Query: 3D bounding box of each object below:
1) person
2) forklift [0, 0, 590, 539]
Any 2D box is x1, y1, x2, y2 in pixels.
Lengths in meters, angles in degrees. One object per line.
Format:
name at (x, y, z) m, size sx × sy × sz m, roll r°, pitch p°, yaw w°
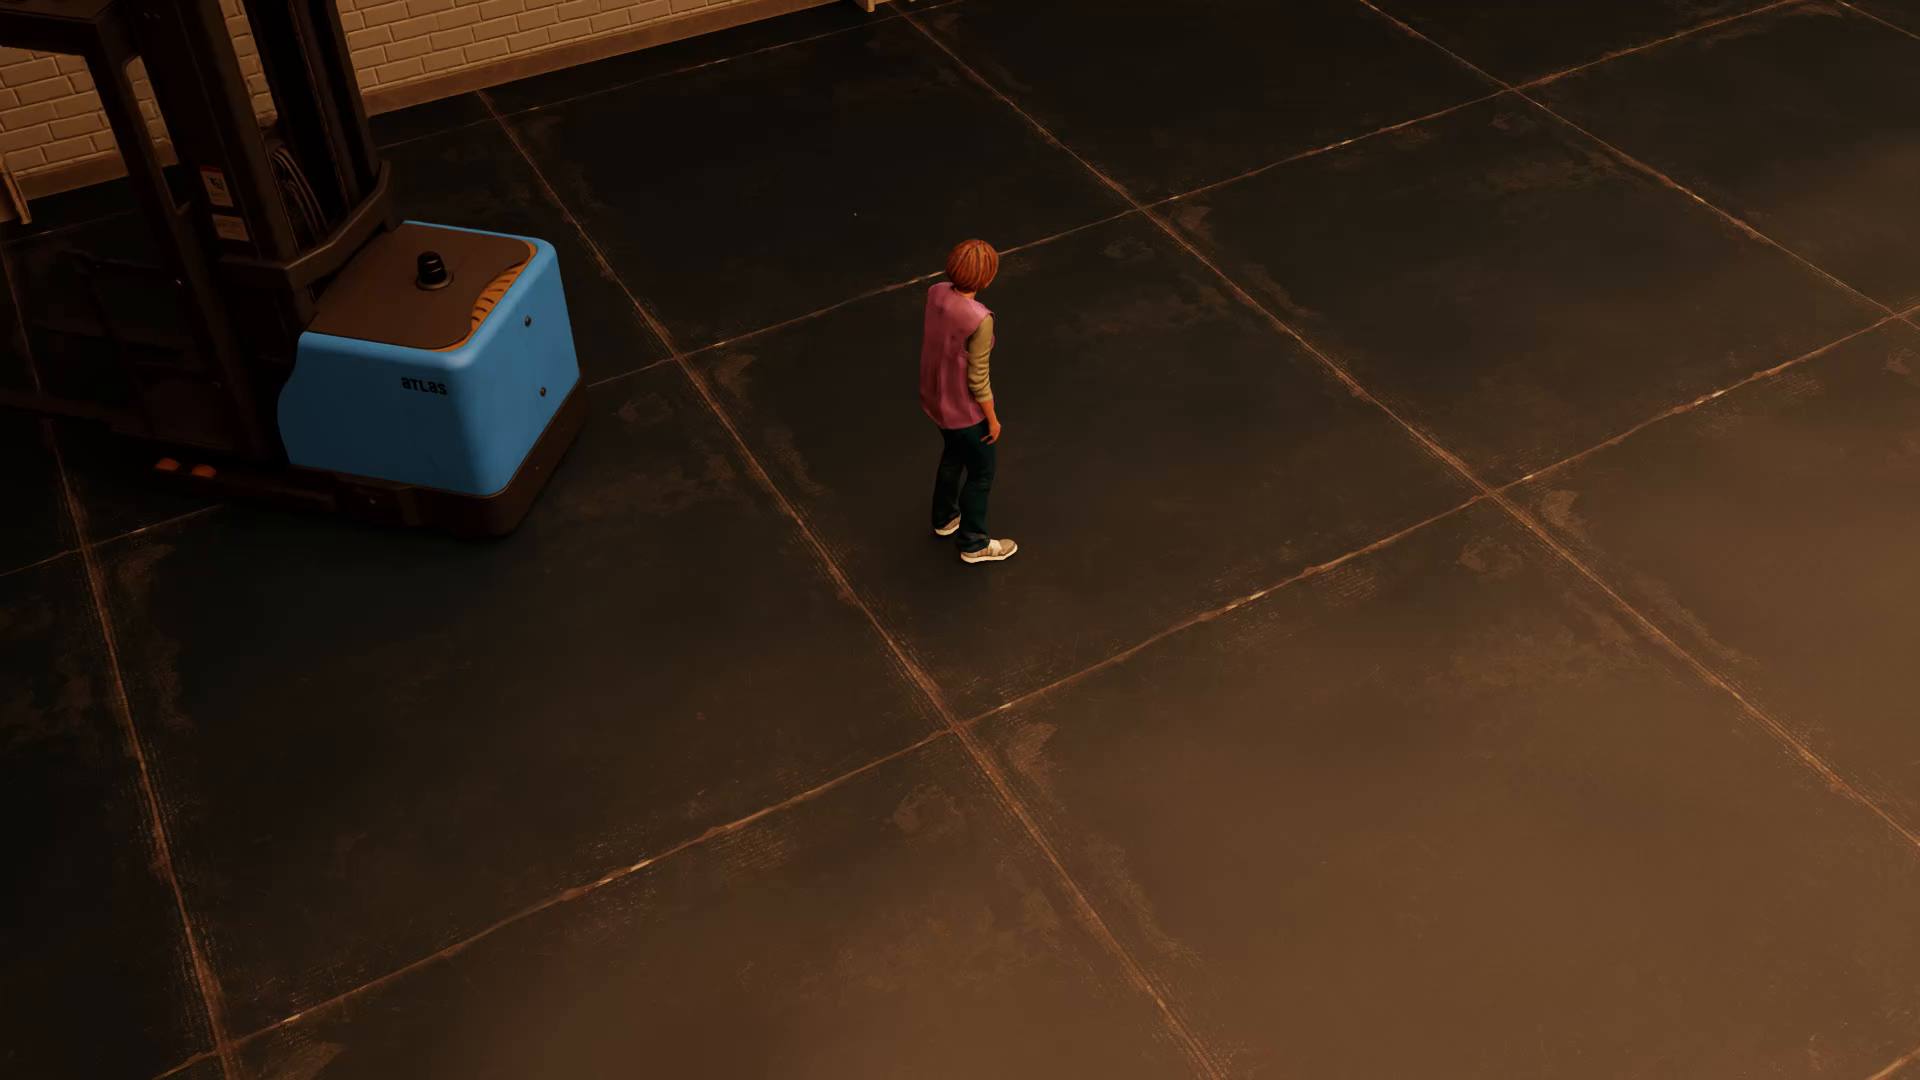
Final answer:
person at (0.013, -0.596, 7.327) m, size 0.345 × 1.591 × 0.481 m, roll -24°, pitch 48°, yaw -24°
forklift at (-3.452, -1.615, 7.439) m, size 3.031 × 2.935 × 1.130 m, roll 9°, pitch 44°, yaw 10°
